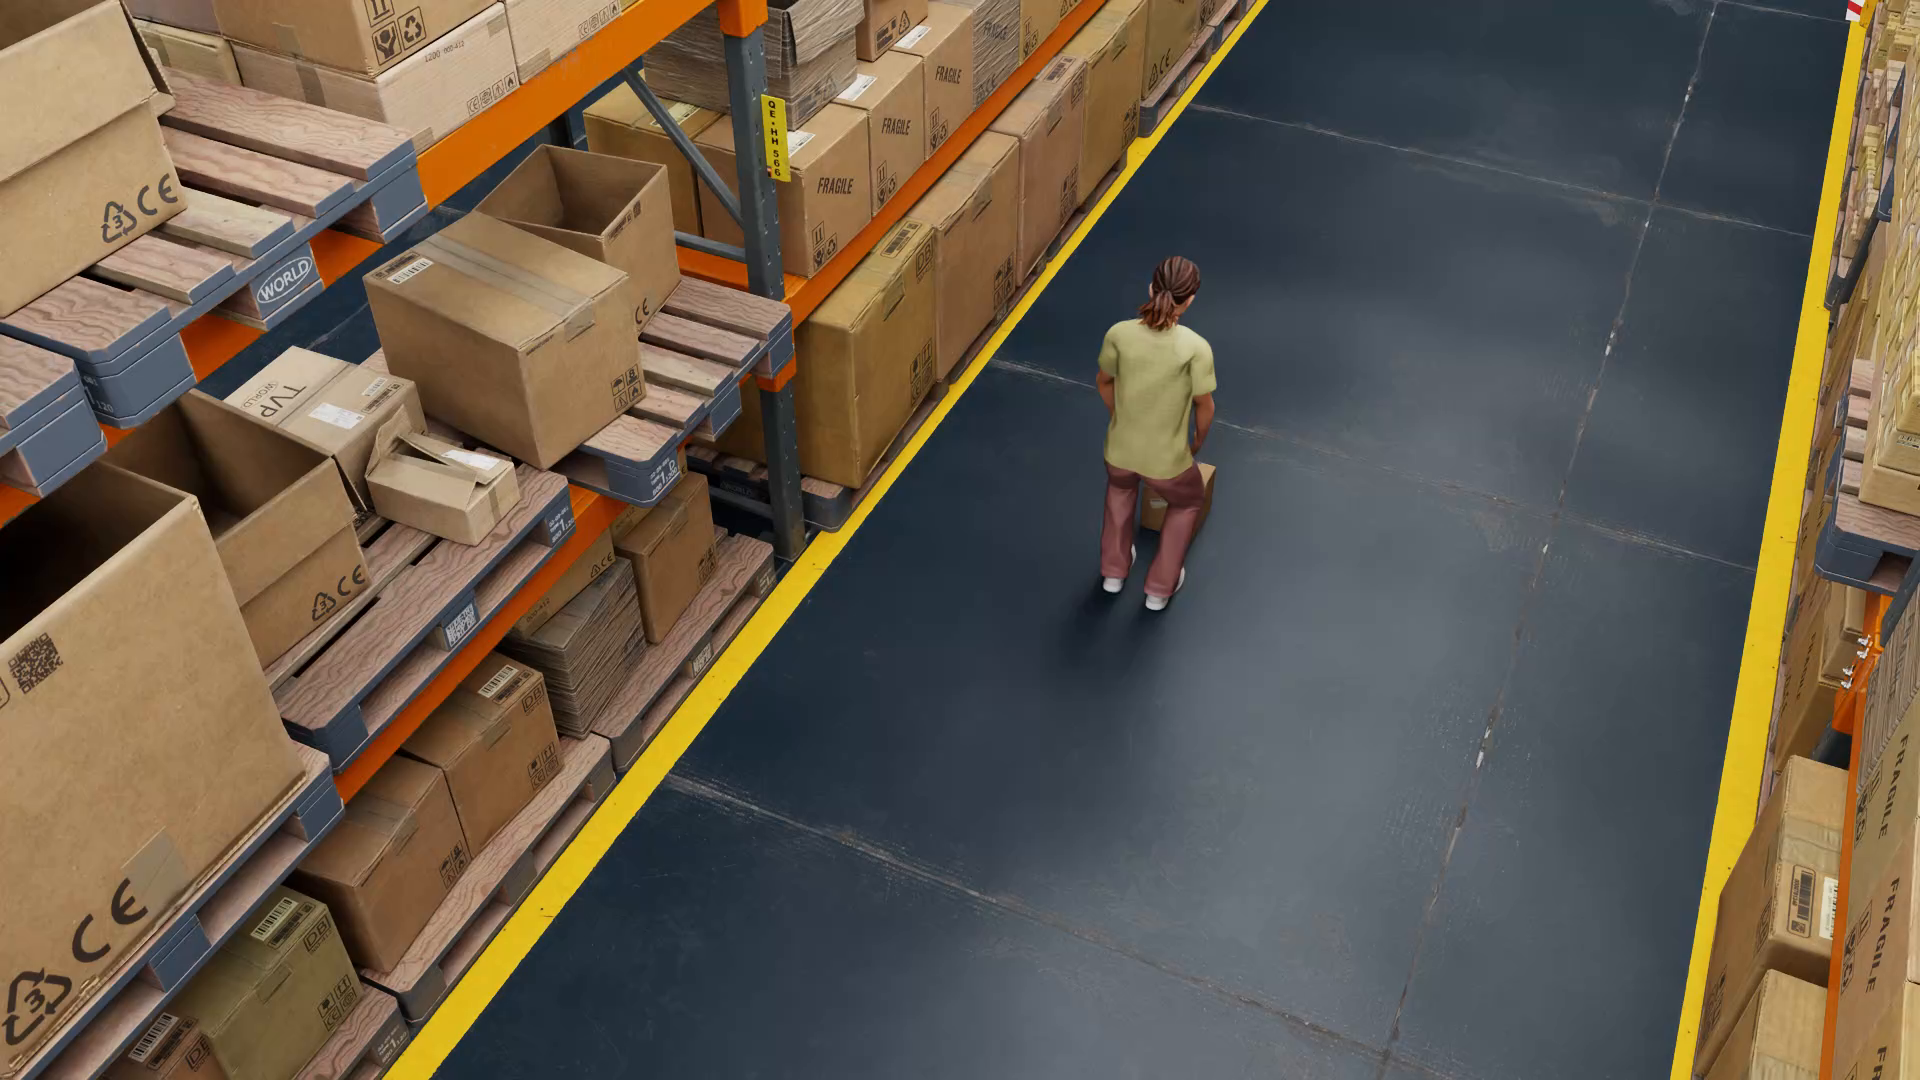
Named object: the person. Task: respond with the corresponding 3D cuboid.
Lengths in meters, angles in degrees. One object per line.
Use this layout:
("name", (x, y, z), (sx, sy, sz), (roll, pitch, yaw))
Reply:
("person", (0.765, -0.407, 6.721), (0.494, 1.536, 0.511), (18, 45, 19))
